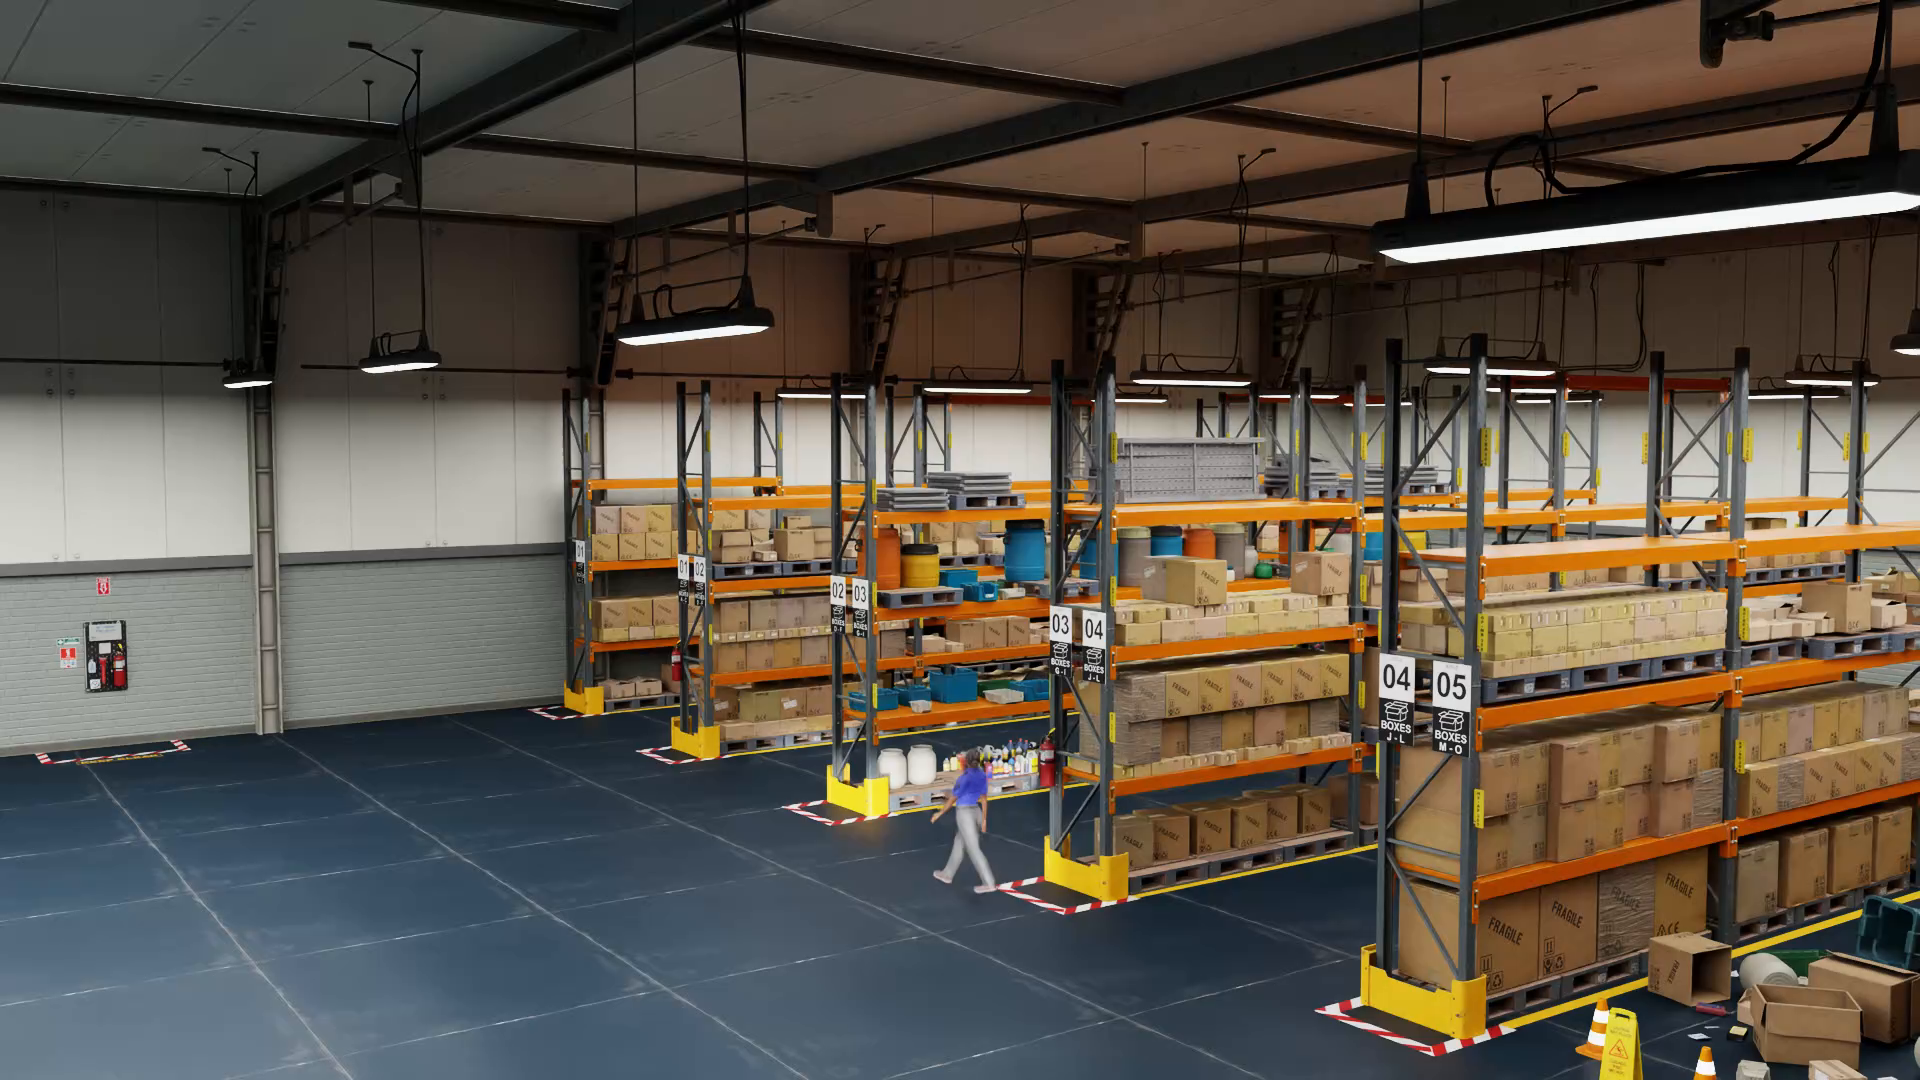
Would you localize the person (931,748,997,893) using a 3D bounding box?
[{"bbox_3d":[0.043,3.139,18.794,0.988,1.596,0.485,2,4,32],"label":"person"}]

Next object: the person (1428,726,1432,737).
[{"bbox_3d":[5.582,3.027,19.780,0.570,1.794,0.598,1,4,22],"label":"person"}]
